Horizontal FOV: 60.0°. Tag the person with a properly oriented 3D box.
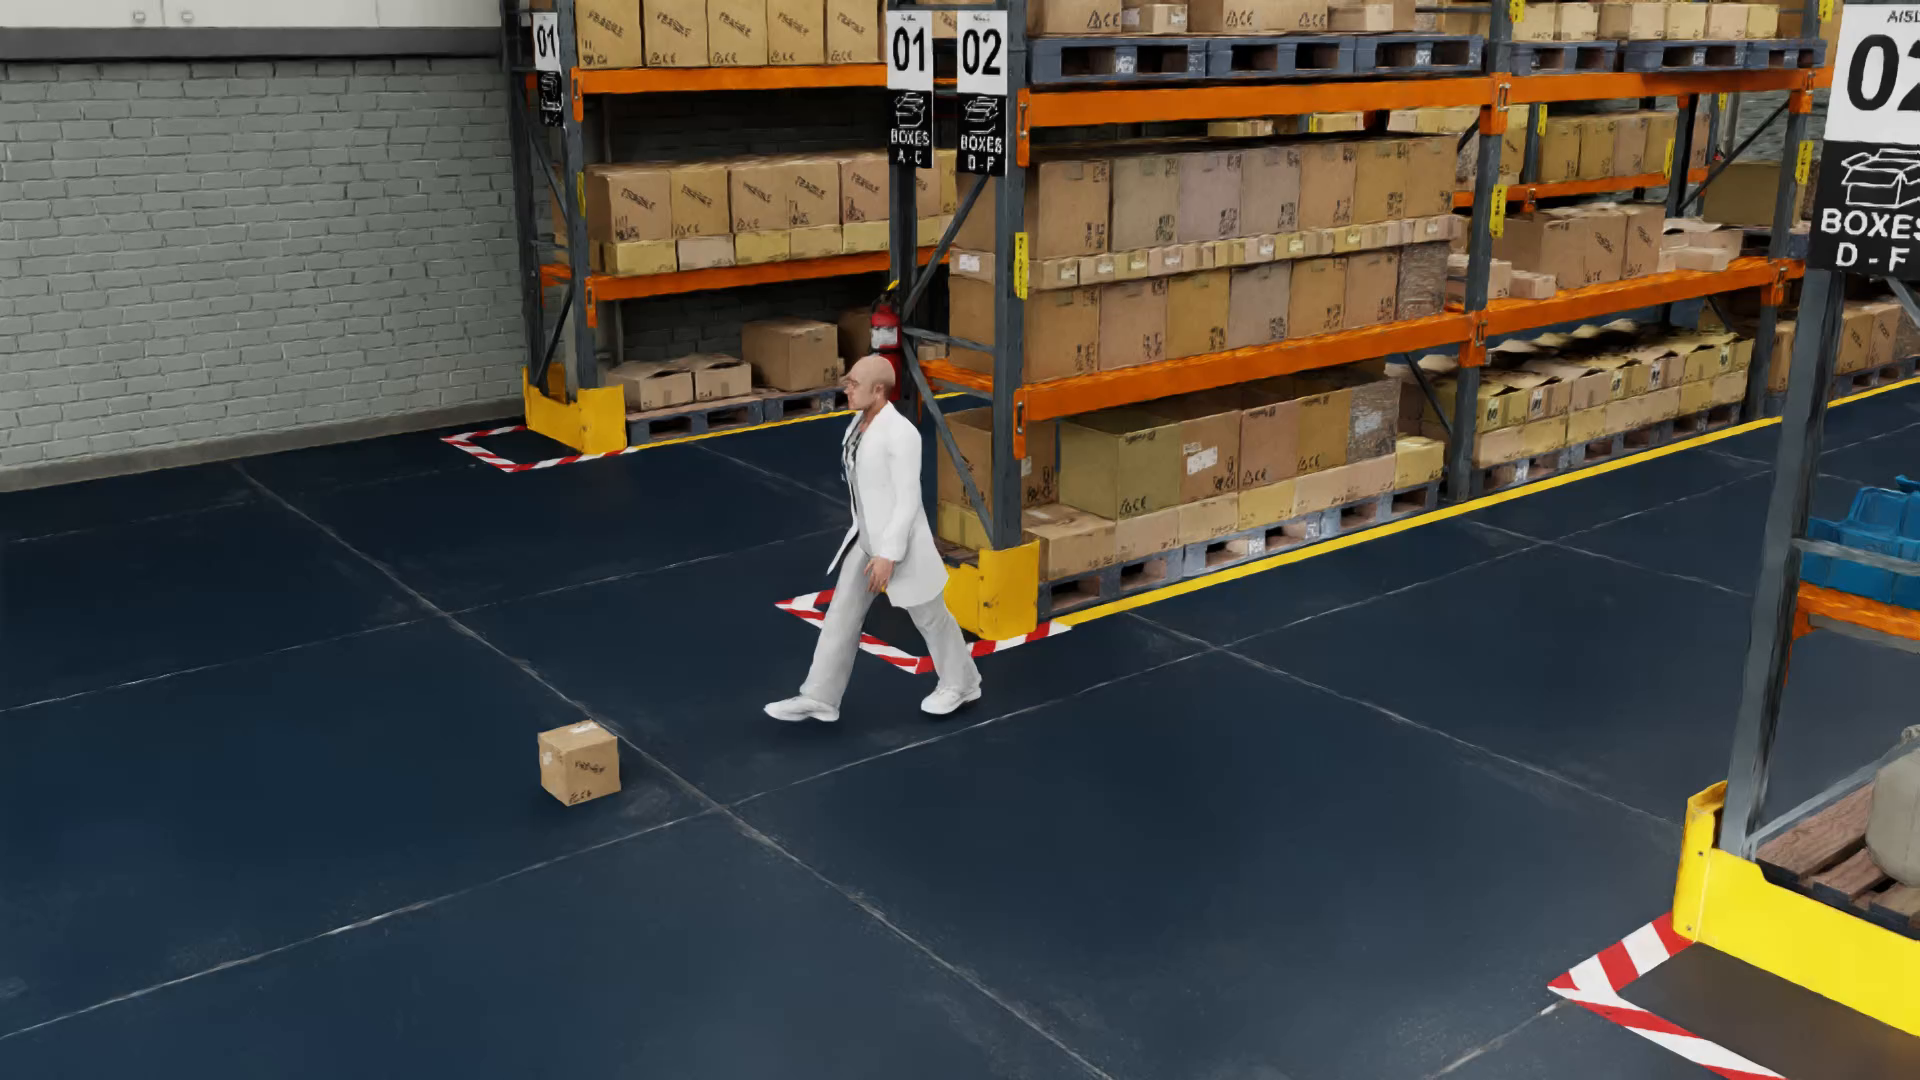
[{"bbox_3d":[-0.363,0.014,7.534,1.047,1.723,0.582,-11,20,-31],"label":"person"}]
